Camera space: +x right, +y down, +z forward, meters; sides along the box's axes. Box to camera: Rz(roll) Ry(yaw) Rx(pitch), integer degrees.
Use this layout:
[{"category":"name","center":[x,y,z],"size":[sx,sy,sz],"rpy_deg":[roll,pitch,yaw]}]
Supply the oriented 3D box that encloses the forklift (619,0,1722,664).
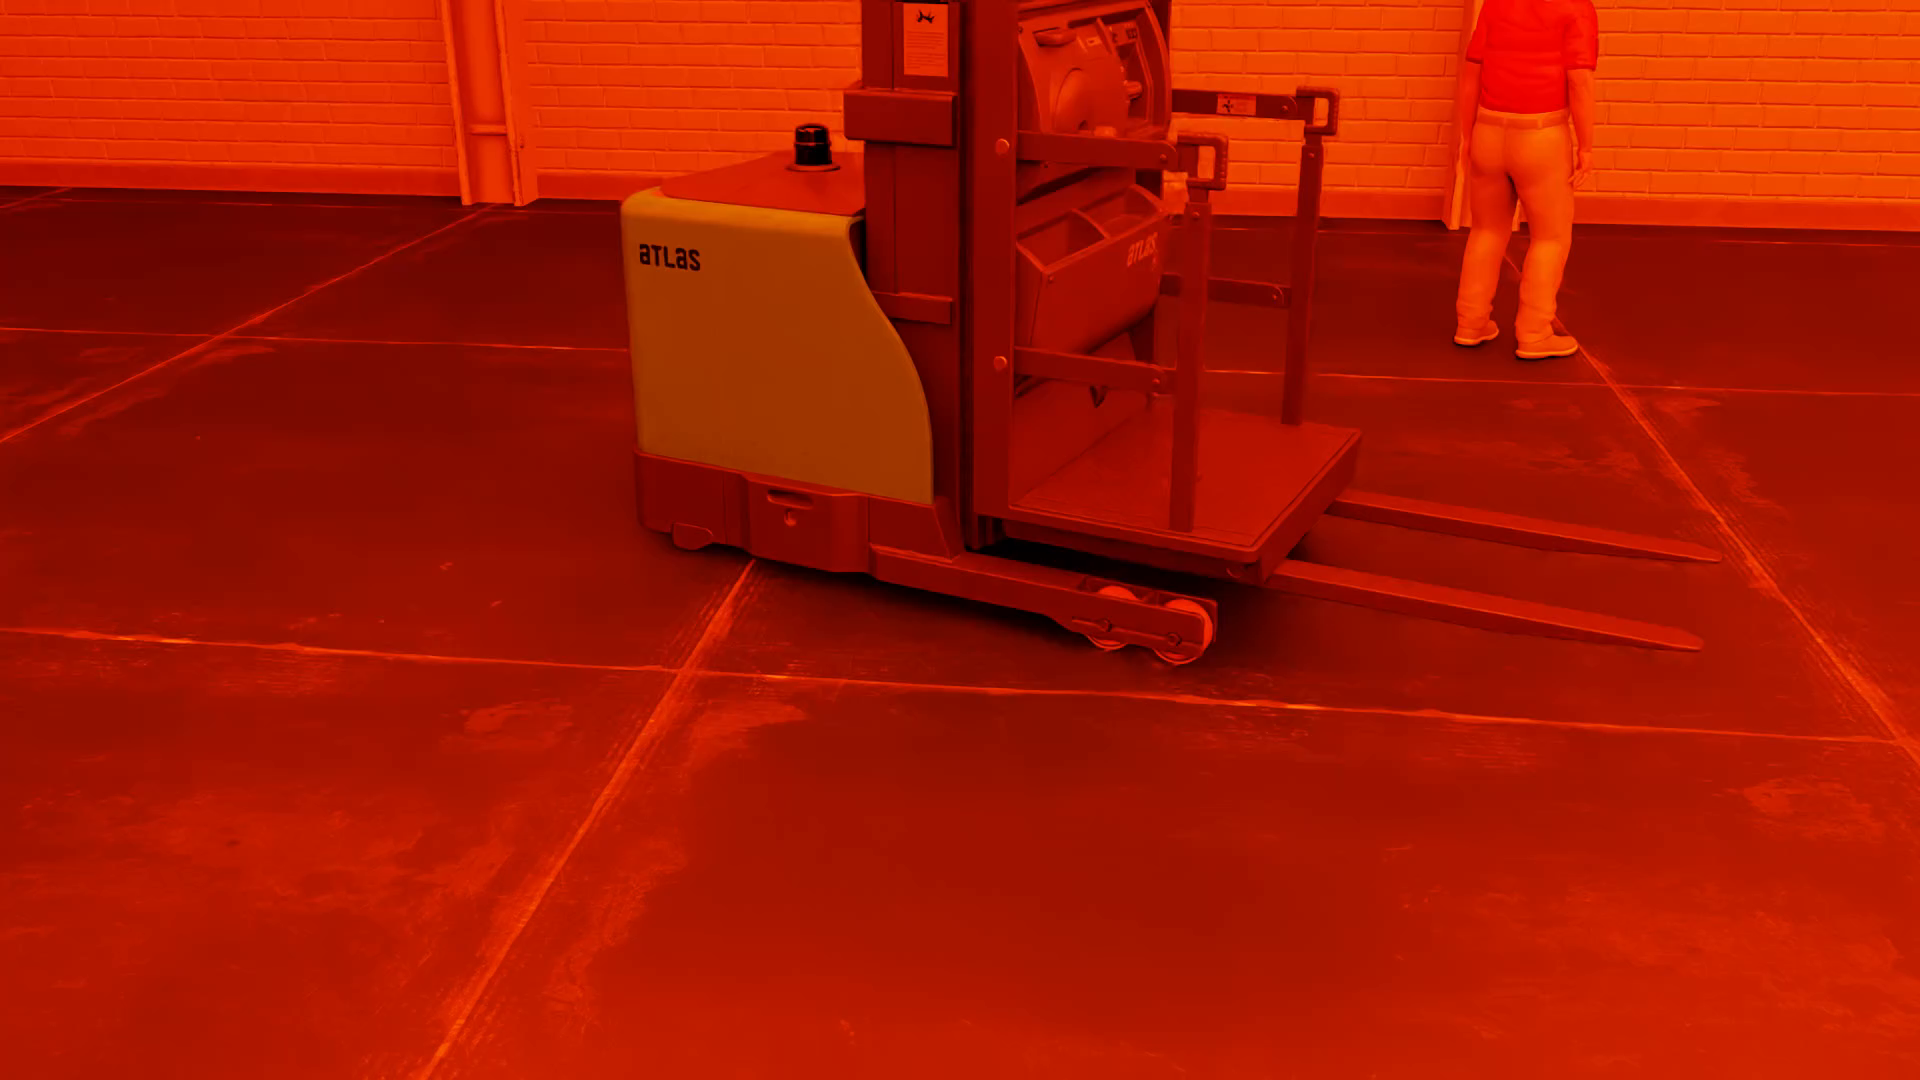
[{"category":"forklift","center":[0.555,-1.260,4.383],"size":[3.031,2.935,1.130],"rpy_deg":[11,24,25]}]

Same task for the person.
[{"category":"person","center":[2.363,-1.644,6.949],"size":[0.396,1.726,0.585],"rpy_deg":[-20,29,-40]}]
